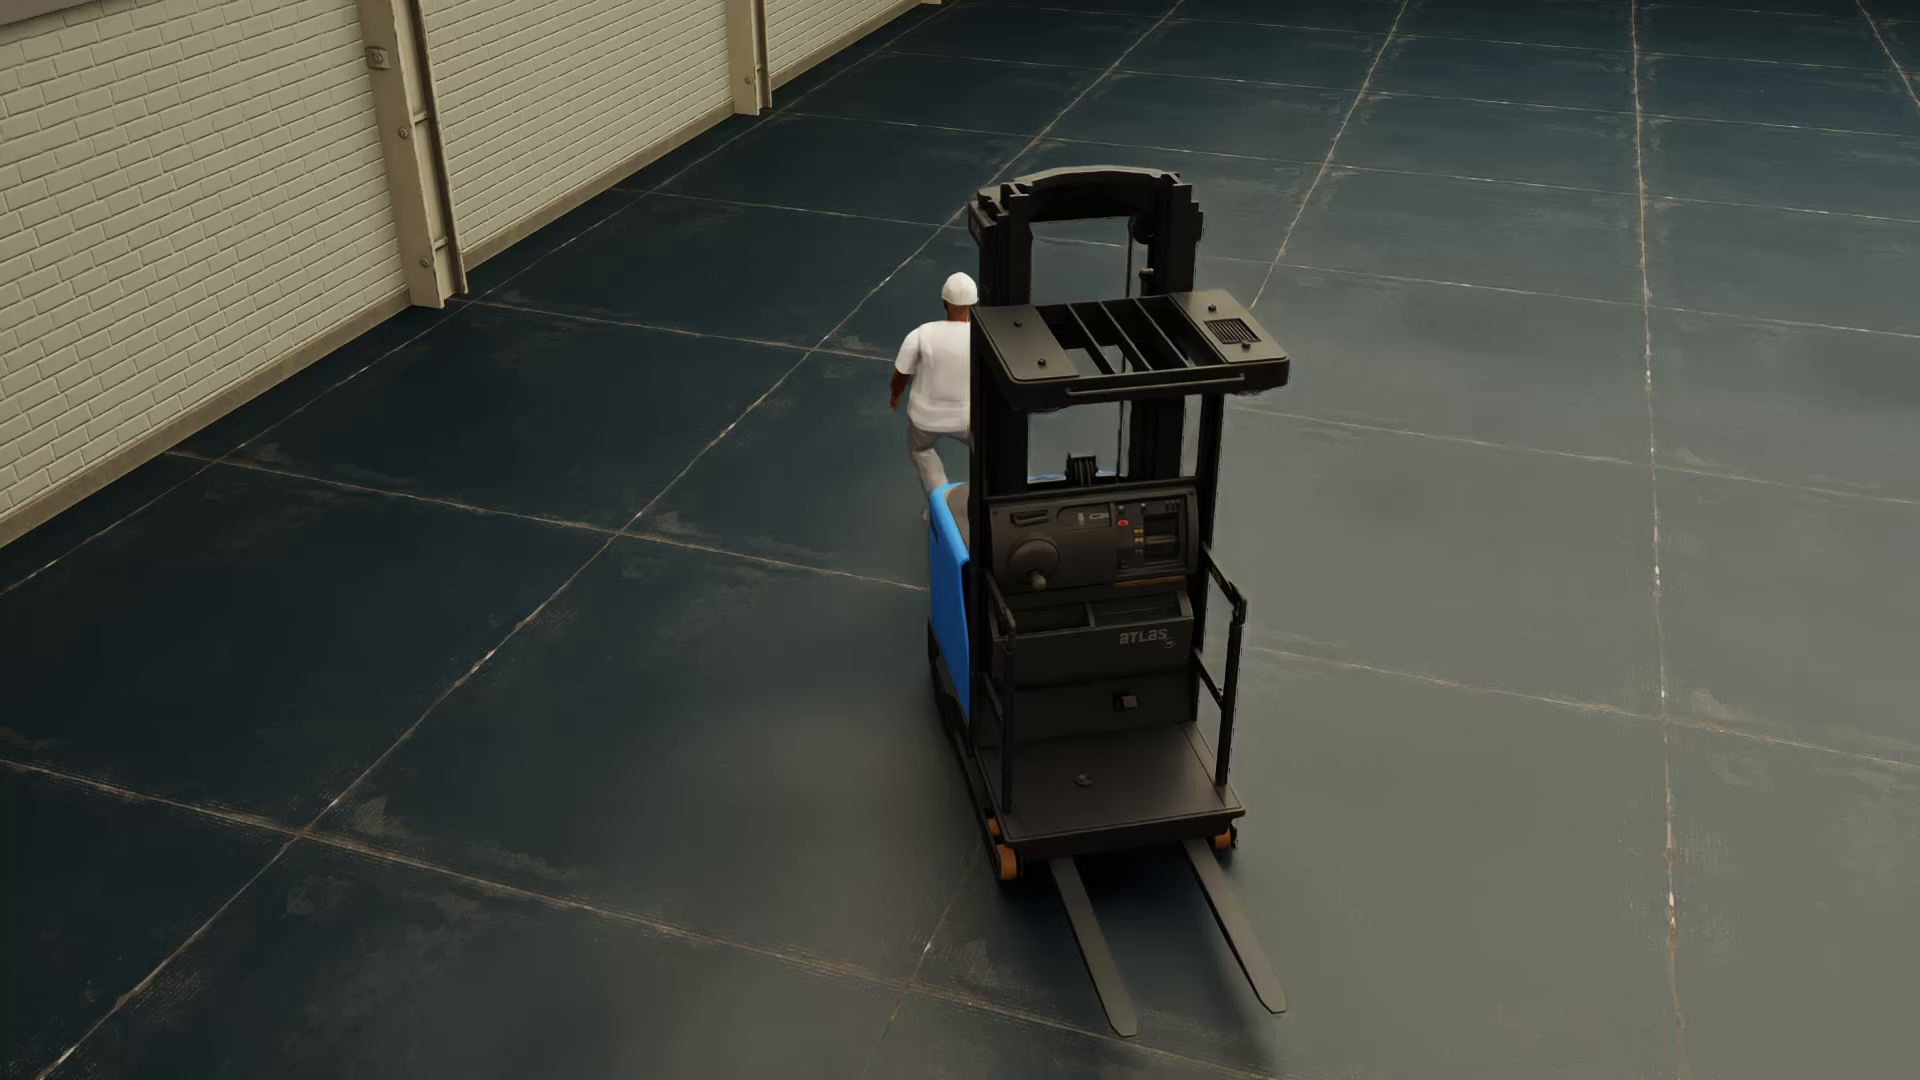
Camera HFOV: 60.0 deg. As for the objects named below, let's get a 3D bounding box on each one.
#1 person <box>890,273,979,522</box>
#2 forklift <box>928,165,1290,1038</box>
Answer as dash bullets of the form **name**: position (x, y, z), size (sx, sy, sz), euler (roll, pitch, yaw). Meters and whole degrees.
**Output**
- **person**: position (0.000, -0.802, 9.817), size (0.826, 1.678, 0.547), euler (-2, 30, -4)
- **forklift**: position (0.633, 0.045, 7.057), size (1.130, 2.935, 3.031), euler (-6, 30, -10)
